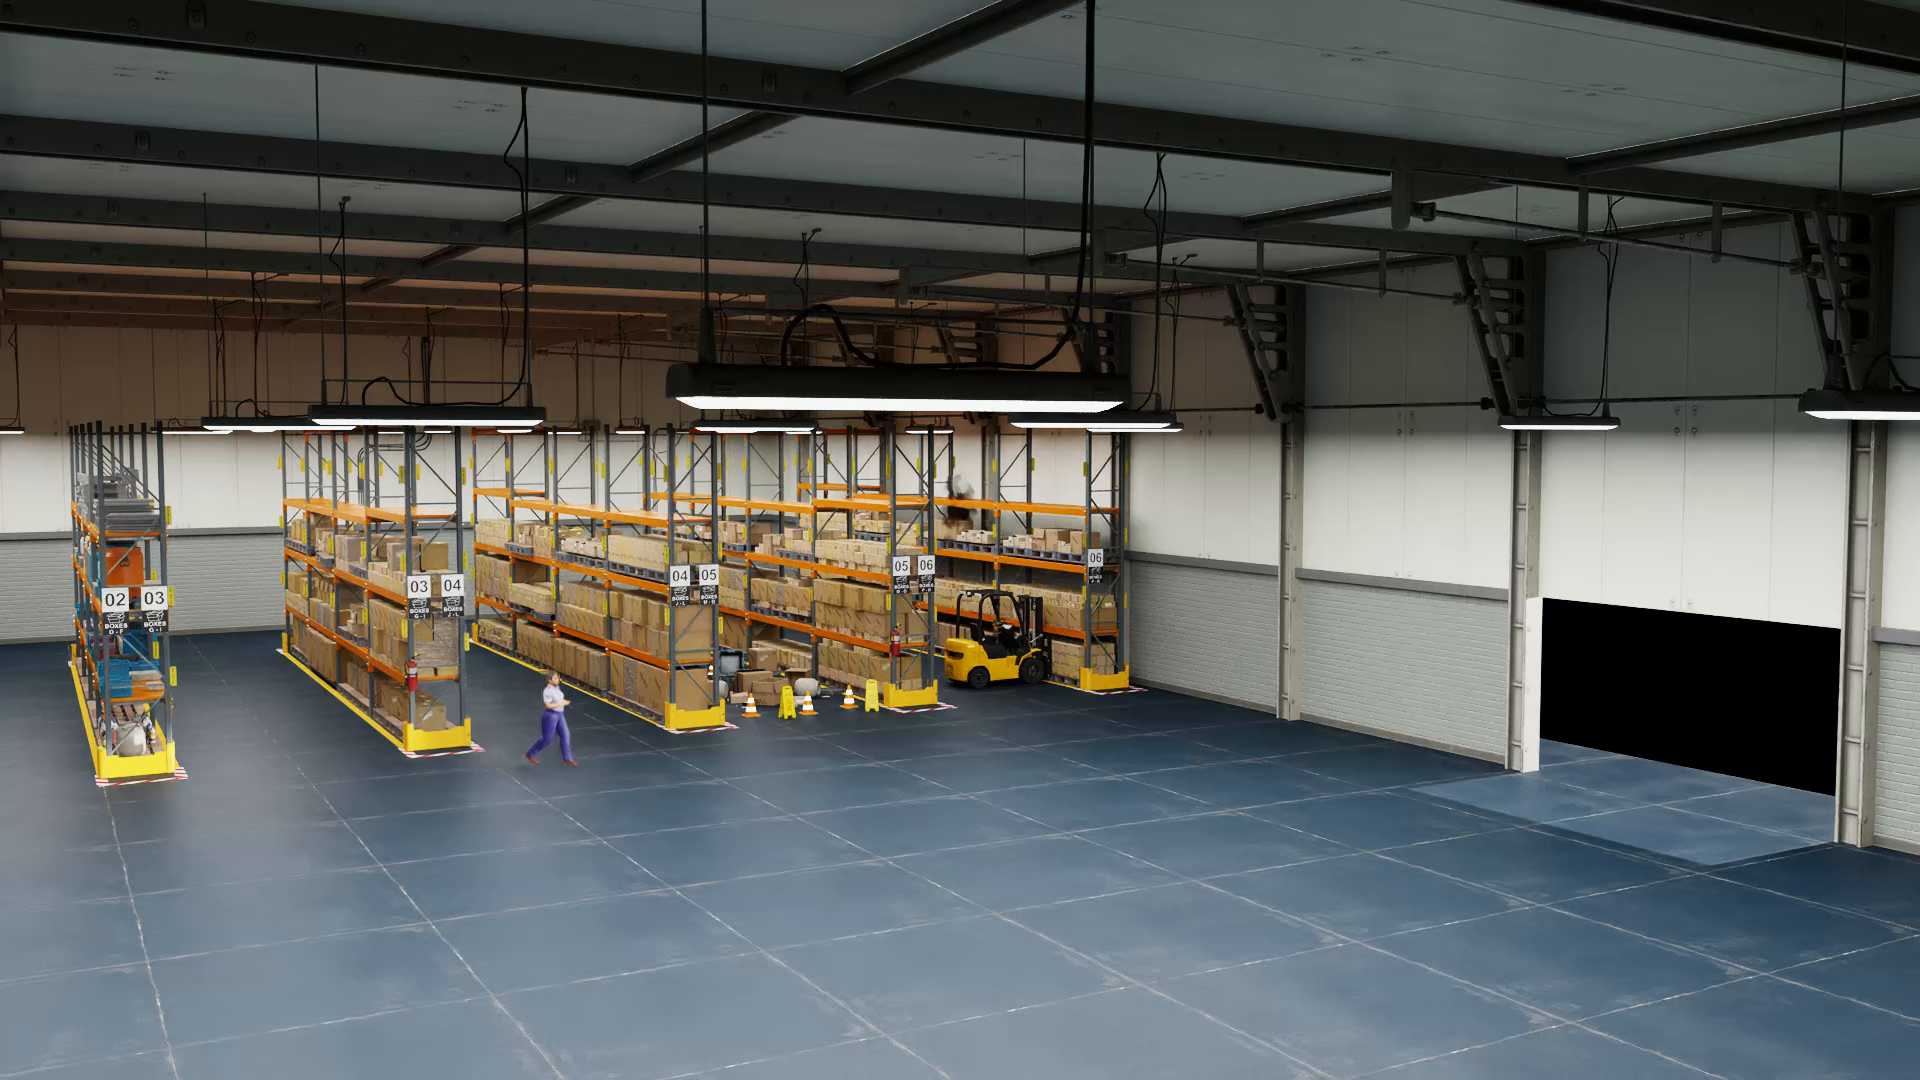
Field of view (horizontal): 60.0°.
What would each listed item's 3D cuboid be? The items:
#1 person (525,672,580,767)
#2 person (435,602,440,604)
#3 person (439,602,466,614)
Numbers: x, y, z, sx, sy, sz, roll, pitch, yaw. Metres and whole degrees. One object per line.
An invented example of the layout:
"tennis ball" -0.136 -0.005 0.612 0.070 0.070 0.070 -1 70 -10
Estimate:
"person" -7.058 3.105 28.800 0.944 1.644 0.622 1 4 10
"person" -14.230 2.110 45.103 0.602 1.623 0.528 -1 4 -21
"person" -13.296 2.144 43.559 0.699 1.776 0.974 -2 4 -27
